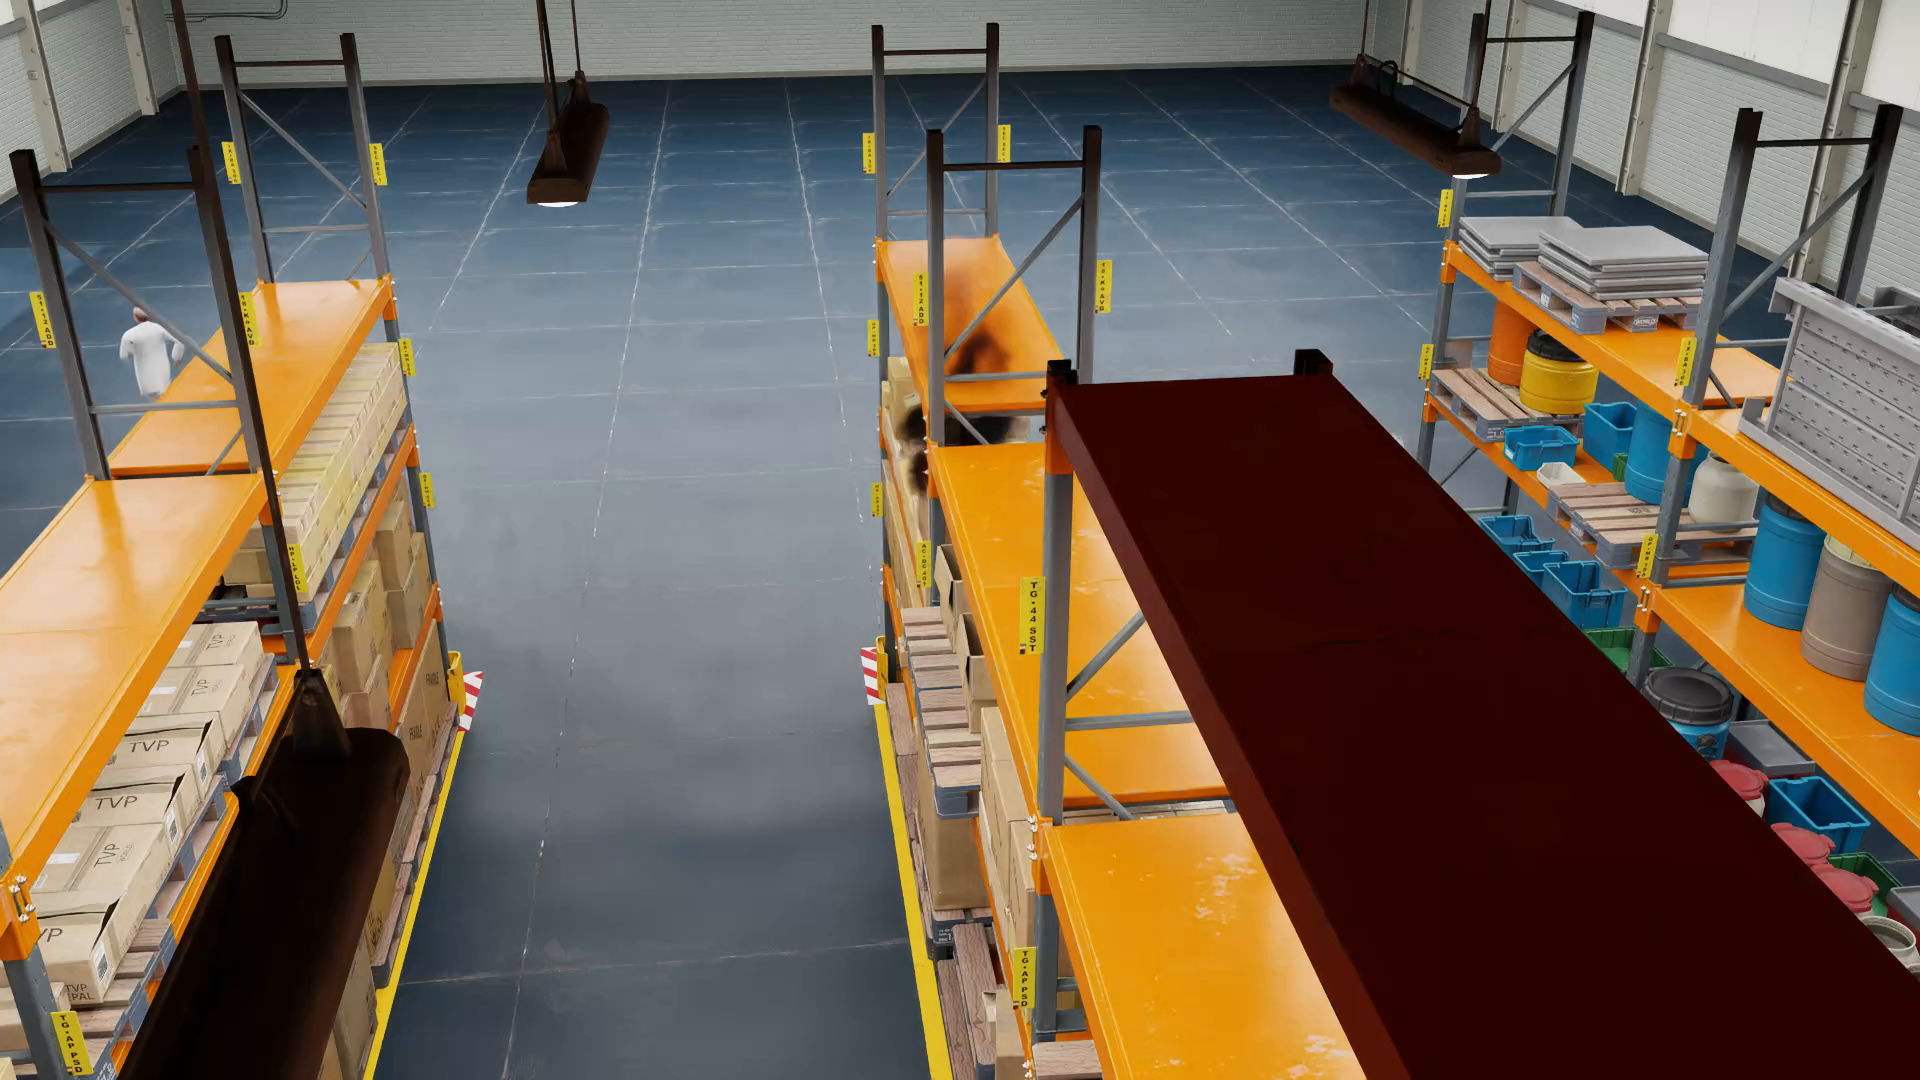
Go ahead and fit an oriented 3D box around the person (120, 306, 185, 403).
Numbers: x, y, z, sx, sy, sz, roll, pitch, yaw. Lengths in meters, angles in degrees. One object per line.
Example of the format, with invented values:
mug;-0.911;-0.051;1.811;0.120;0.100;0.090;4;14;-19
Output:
person;-10.062;-2.059;20.782;0.819;1.845;0.673;17;30;32
